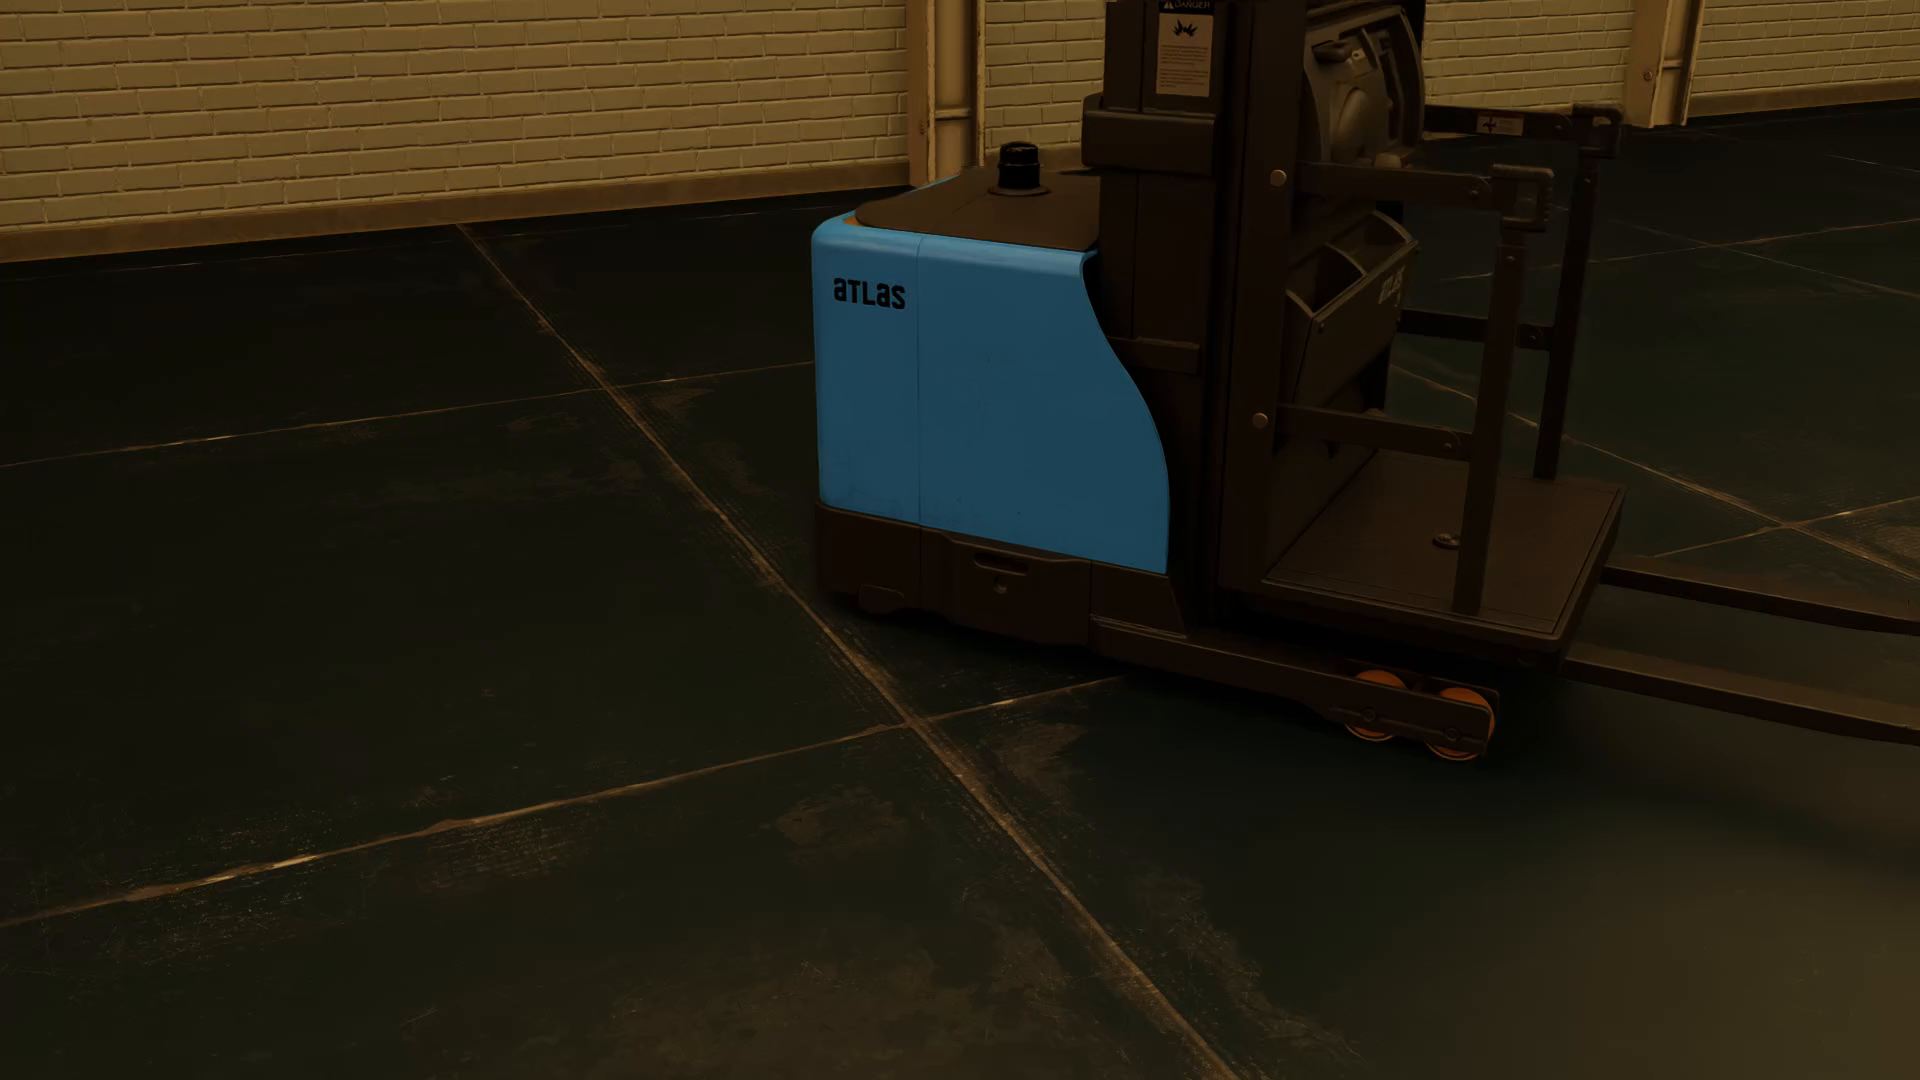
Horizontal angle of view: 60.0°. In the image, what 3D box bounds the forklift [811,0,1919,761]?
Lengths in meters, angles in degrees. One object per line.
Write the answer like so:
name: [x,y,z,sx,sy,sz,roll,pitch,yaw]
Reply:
forklift: [1.145,-1.073,3.868,3.031,2.935,1.130,11,25,26]
